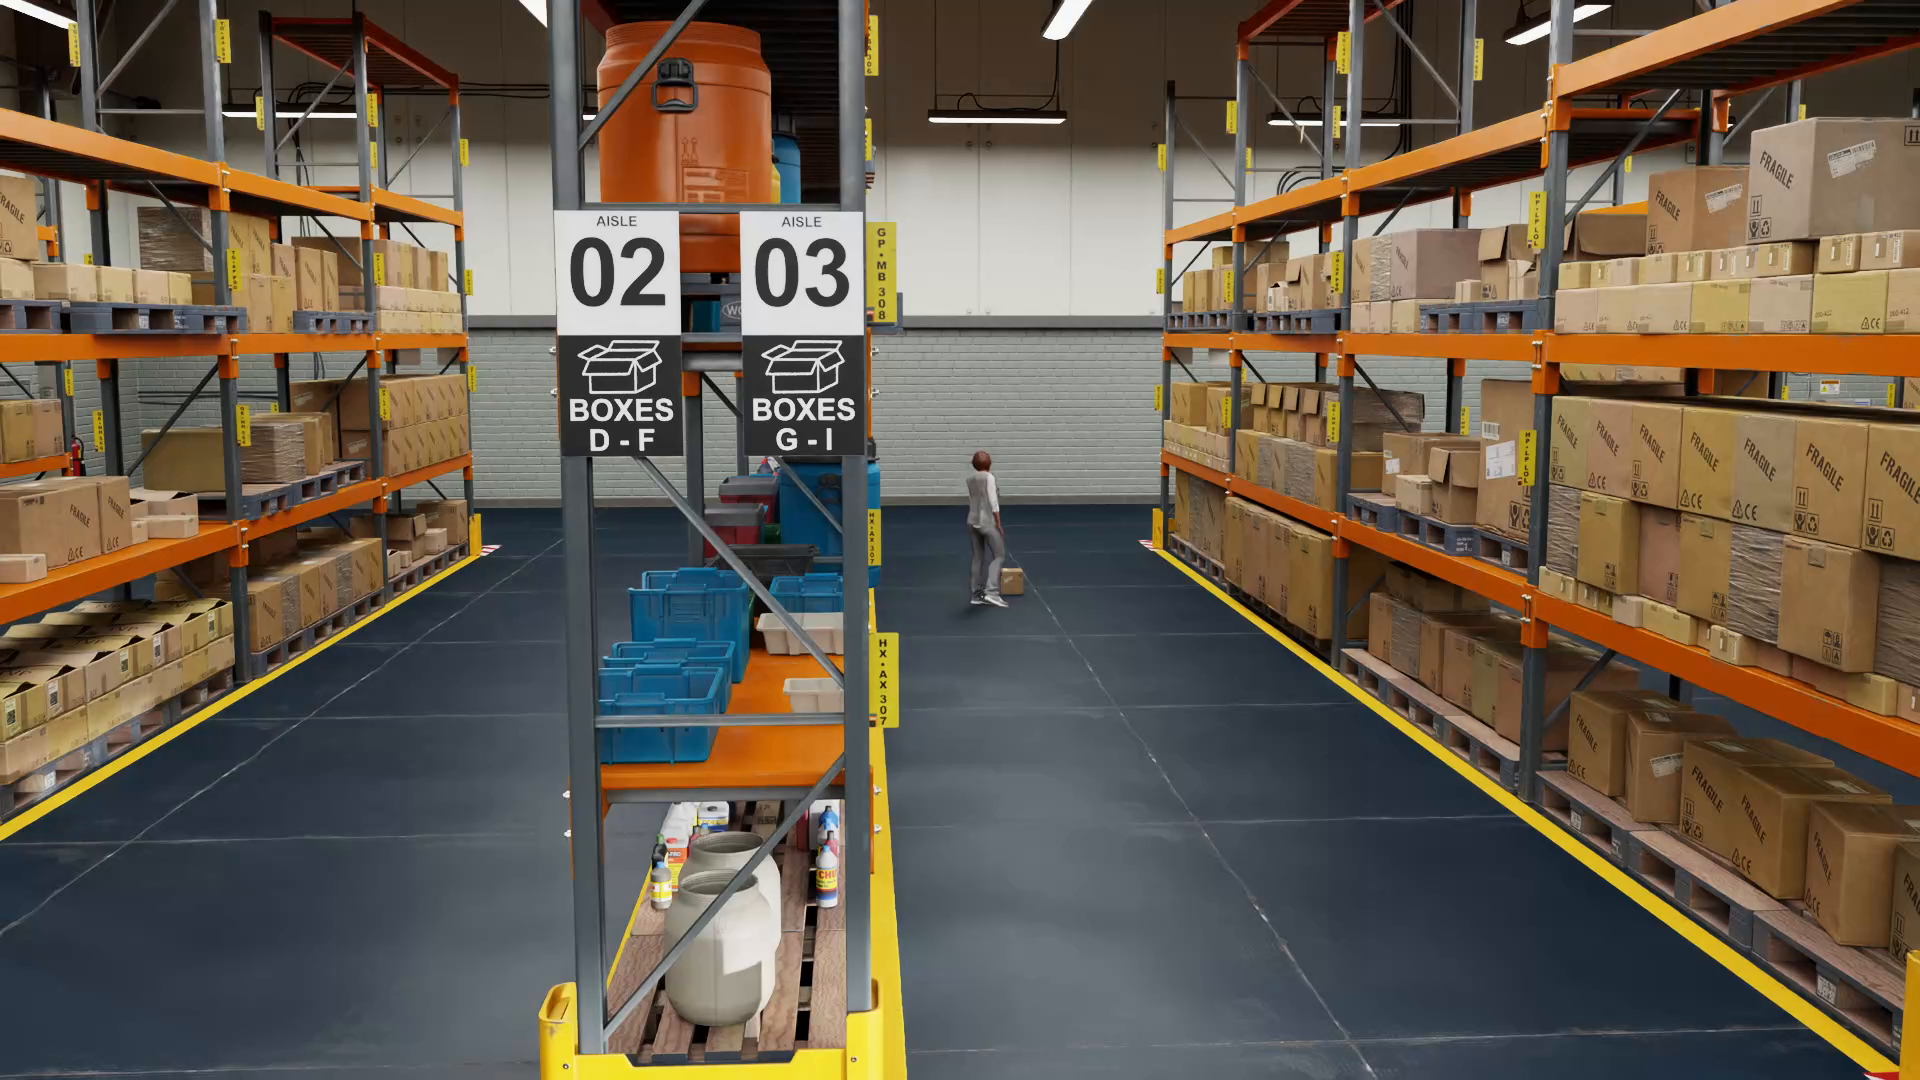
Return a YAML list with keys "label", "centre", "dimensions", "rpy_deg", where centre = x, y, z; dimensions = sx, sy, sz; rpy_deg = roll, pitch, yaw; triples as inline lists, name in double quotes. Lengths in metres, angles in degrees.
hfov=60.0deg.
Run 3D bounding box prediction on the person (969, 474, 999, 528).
- label: "person"
  centre: [0.241, -0.415, 17.156]
  dimensions: [0.301, 0.552, 0.443]
  rpy_deg: [-6, 9, -42]
